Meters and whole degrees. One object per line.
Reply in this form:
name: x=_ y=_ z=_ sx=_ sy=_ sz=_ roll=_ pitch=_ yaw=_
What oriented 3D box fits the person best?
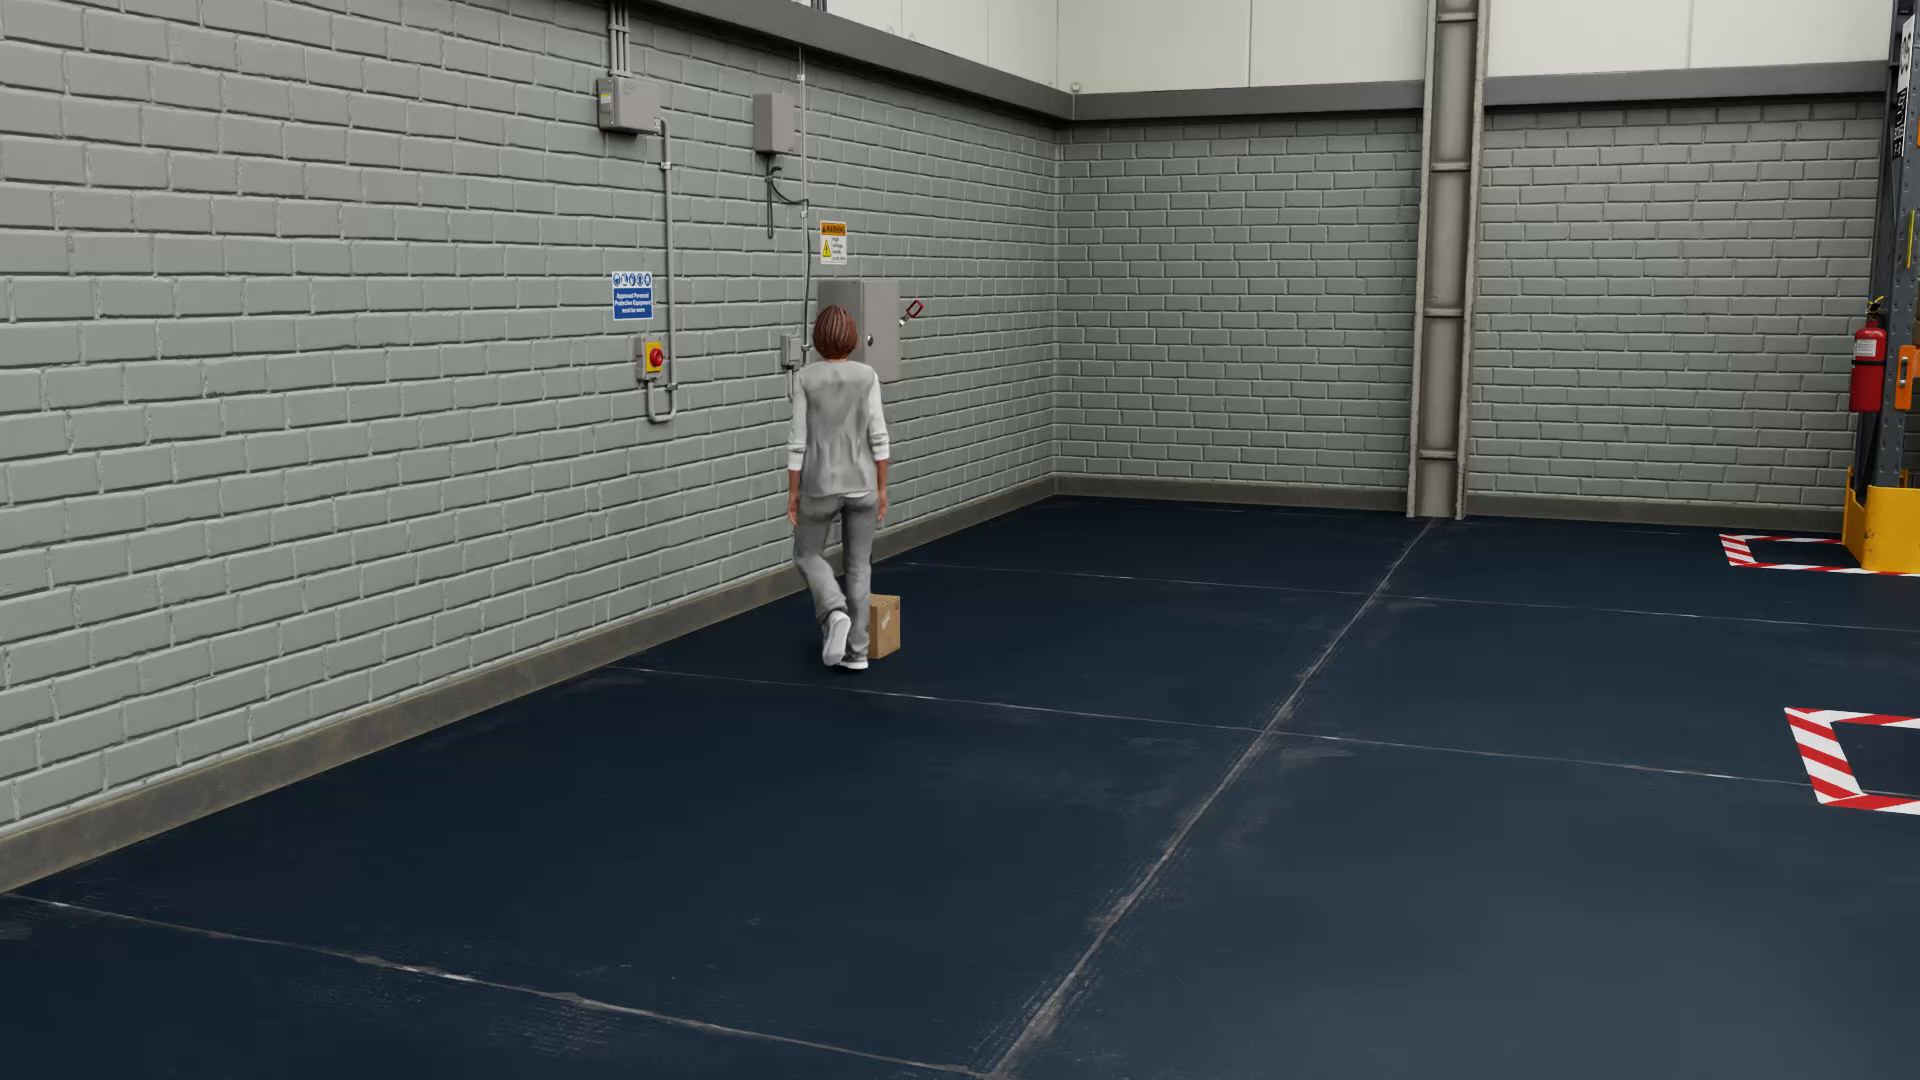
person: x=-0.522 y=-0.198 z=7.112 sx=0.437 sy=1.600 sz=0.518 roll=-2 pitch=9 yaw=-14
